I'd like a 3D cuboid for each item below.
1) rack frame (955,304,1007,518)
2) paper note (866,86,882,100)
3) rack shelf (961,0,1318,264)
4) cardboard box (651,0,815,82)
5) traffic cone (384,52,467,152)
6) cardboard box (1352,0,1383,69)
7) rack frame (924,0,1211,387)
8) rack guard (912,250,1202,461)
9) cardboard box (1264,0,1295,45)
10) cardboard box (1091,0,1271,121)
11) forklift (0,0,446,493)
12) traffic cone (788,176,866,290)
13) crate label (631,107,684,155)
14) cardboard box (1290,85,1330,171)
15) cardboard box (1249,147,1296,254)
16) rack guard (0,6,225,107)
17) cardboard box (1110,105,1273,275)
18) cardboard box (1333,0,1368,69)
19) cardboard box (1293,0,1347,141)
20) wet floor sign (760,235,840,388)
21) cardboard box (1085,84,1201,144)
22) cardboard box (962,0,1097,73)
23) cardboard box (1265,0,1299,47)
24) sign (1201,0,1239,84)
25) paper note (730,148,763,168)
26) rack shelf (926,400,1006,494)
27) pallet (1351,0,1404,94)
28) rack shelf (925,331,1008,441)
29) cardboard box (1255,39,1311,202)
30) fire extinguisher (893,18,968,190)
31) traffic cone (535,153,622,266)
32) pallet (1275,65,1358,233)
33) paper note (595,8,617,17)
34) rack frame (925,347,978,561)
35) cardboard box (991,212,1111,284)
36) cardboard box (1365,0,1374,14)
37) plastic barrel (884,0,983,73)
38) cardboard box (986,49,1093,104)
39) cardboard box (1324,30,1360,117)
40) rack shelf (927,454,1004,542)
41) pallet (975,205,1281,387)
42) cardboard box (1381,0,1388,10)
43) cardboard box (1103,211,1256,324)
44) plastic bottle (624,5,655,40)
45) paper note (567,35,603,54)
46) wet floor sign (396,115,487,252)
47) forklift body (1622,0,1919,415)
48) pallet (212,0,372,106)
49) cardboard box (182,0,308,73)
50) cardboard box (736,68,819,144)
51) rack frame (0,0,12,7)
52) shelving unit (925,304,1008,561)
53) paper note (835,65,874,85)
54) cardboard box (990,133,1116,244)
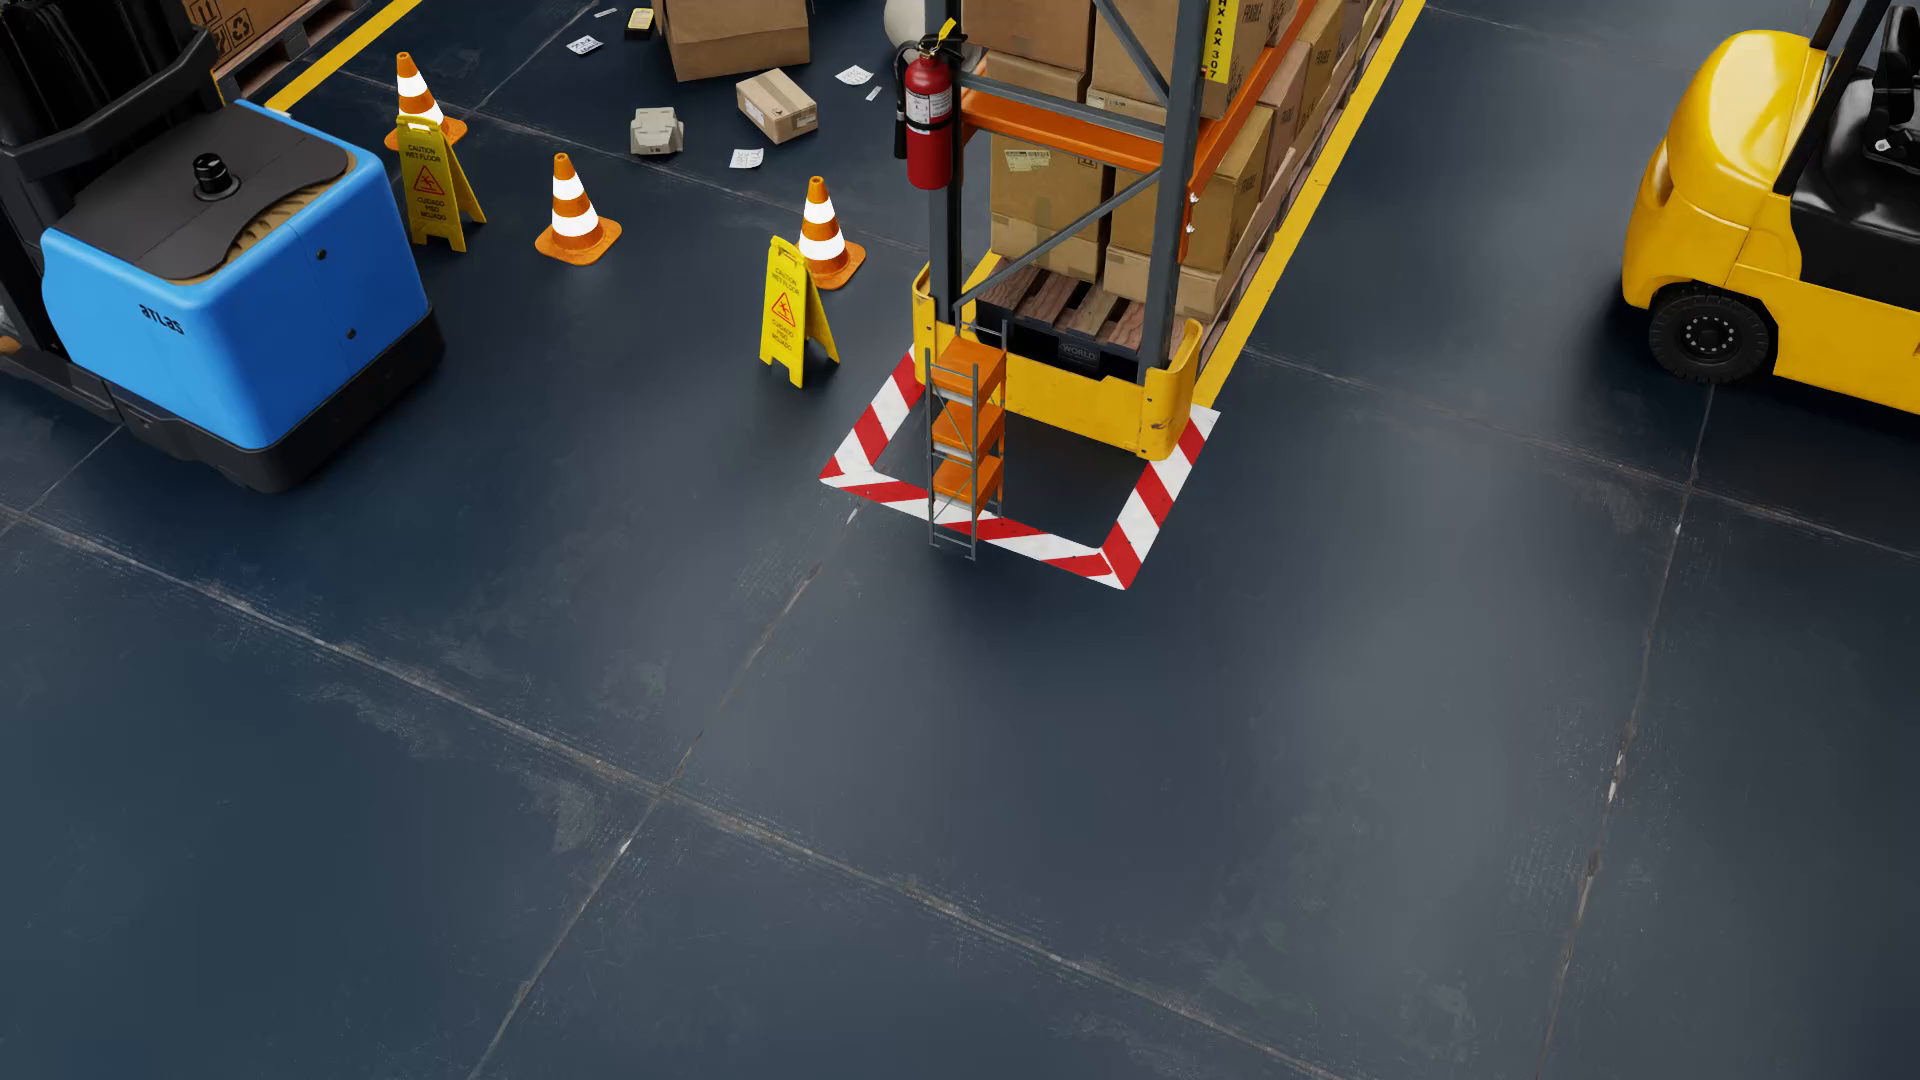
[{"bbox_3d":[0.075,-0.461,6.268,0.200,1.050,0.008,20,52,16],"label":"rack frame"},{"bbox_3d":[-0.439,-2.284,8.502,0.032,0.001,0.123,20,52,16],"label":"paper note"},{"bbox_3d":[1.208,-2.680,7.348,1.077,0.370,4.000,20,52,16],"label":"rack shelf"},{"bbox_3d":[-1.185,-2.760,8.583,0.797,0.503,0.637,-11,51,-9],"label":"cardboard box"},{"bbox_3d":[-2.655,-2.158,8.098,0.336,0.463,0.334,20,52,16],"label":"traffic cone"},{"bbox_3d":[1.834,-2.671,8.398,0.500,0.250,0.500,19,52,15],"label":"cardboard box"},{"bbox_3d":[0.353,-1.536,5.902,1.000,3.000,0.127,20,52,16],"label":"rack frame"},{"bbox_3d":[0.386,-0.778,6.899,1.175,0.500,0.348,20,52,16],"label":"rack guard"},{"bbox_3d":[1.025,-2.258,6.256,0.500,0.500,0.500,21,53,17],"label":"cardboard box"},{"bbox_3d":[0.806,-1.900,5.952,0.500,0.500,0.500,19,52,16],"label":"cardboard box"},{"bbox_3d":[-3.749,-1.986,6.330,3.031,2.935,1.130,24,54,19],"label":"forklift"},{"bbox_3d":[-0.629,-1.429,7.478,0.336,0.463,0.334,20,52,16],"label":"traffic cone"},{"bbox_3d":[-1.498,-2.012,8.188,0.250,0.136,0.298,-4,50,-3],"label":"crate label"},{"bbox_3d":[1.394,-1.975,7.806,0.500,0.250,0.500,23,53,18],"label":"cardboard box"},{"bbox_3d":[1.173,-1.595,7.483,0.500,0.250,0.500,22,53,17],"label":"cardboard box"},{"bbox_3d":[-4.176,-2.250,8.151,1.175,0.500,0.348,20,52,16],"label":"rack guard"},{"bbox_3d":[0.957,-1.506,6.914,0.500,0.500,0.500,18,52,15],"label":"cardboard box"},{"bbox_3d":[1.619,-2.581,7.829,0.500,0.500,0.500,22,53,18],"label":"cardboard box"},{"bbox_3d":[1.399,-2.210,7.513,0.500,0.500,0.500,21,53,17],"label":"cardboard box"},{"bbox_3d":[-0.695,-0.990,6.984,0.232,0.644,0.267,-37,59,-27],"label":"wet floor sign"},{"bbox_3d":[0.686,-1.621,6.140,0.380,0.149,0.250,20,52,16],"label":"cardboard box"},{"bbox_3d":[0.336,-2.128,6.145,0.500,0.500,0.500,19,52,15],"label":"cardboard box"},{"bbox_3d":[1.117,-2.115,6.561,0.380,0.149,0.250,21,53,17],"label":"cardboard box"},{"bbox_3d":[0.844,-1.640,5.422,0.100,0.325,0.005,20,52,16],"label":"sign"},{"bbox_3d":[-1.043,-1.872,8.138,0.148,0.019,0.142,4,50,3],"label":"paper note"},{"bbox_3d":[0.023,-0.370,6.205,0.215,0.259,0.240,20,52,16],"label":"rack shelf"},{"bbox_3d":[1.807,-2.912,8.905,1.003,0.211,1.213,20,52,16],"label":"pallet"},{"bbox_3d":[0.023,-0.554,5.988,0.215,0.259,0.240,20,52,16],"label":"rack shelf"},{"bbox_3d":[1.177,-1.867,7.222,0.500,0.500,0.500,18,52,15],"label":"cardboard box"},{"bbox_3d":[-0.112,-1.582,5.992,0.296,0.674,0.183,20,52,16],"label":"fire extinguisher"},{"bbox_3d":[-1.778,-1.556,7.586,0.336,0.463,0.334,20,52,16],"label":"traffic cone"},{"bbox_3d":[1.287,-2.069,8.187,1.003,0.211,1.213,20,52,16],"label":"pallet"},{"bbox_3d":[-1.914,-2.849,8.982,0.123,0.001,0.032,-28,55,-22],"label":"paper note"},{"bbox_3d":[-0.029,-0.293,6.125,0.200,1.050,0.008,20,52,16],"label":"rack frame"},{"bbox_3d":[0.466,-1.441,7.352,0.500,0.250,0.500,20,52,16],"label":"cardboard box"},{"bbox_3d":[1.836,-2.933,8.128,0.500,0.500,0.500,21,53,17],"label":"cardboard box"},{"bbox_3d":[-0.133,-2.616,8.513,0.421,0.421,0.512,-19,52,-16],"label":"plastic barrel"},{"bbox_3d":[0.320,-1.781,6.276,0.380,0.149,0.250,21,53,17],"label":"cardboard box"},{"bbox_3d":[1.613,-2.322,8.101,0.500,0.250,0.500,21,53,17],"label":"cardboard box"},{"bbox_3d":[0.023,-0.190,6.416,0.215,0.259,0.240,20,52,16],"label":"rack shelf"},{"bbox_3d":[0.765,-1.232,7.475,1.003,0.211,1.213,20,52,16],"label":"pallet"},{"bbox_3d":[2.053,-3.041,8.712,0.500,0.250,0.500,22,53,18],"label":"cardboard box"},{"bbox_3d":[0.948,-1.246,7.186,0.500,0.250,0.500,19,52,16],"label":"cardboard box"},{"bbox_3d":[-1.699,-2.782,8.892,0.133,0.061,0.283,4,50,3],"label":"plastic bottle"},{"bbox_3d":[-1.978,-2.613,8.769,0.142,0.017,0.144,-37,59,-27],"label":"paper note"},{"bbox_3d":[-2.388,-1.650,7.545,0.267,0.644,0.232,12,51,10],"label":"wet floor sign"},{"bbox_3d":[4.003,-1.548,6.470,2.313,2.155,1.214,20,52,16],"label":"forklift body"},{"bbox_3d":[-3.895,-2.749,8.766,1.003,0.211,1.213,20,52,16],"label":"pallet"},{"bbox_3d":[-3.936,-3.013,8.278,0.875,0.875,0.875,20,53,16],"label":"cardboard box"},{"bbox_3d":[-0.914,-2.171,8.315,0.250,0.149,0.380,-28,55,-22],"label":"cardboard box"},{"bbox_3d":[-4.165,-3.077,7.214,1.000,3.000,0.127,20,52,16],"label":"rack frame"},{"bbox_3d":[0.023,-0.377,6.196,0.215,1.050,0.252,20,52,16],"label":"shelving unit"},{"bbox_3d":[-0.544,-2.404,8.599,0.142,0.019,0.148,-37,59,-27],"label":"paper note"},{"bbox_3d":[0.460,-1.660,7.046,0.500,0.500,0.500,20,53,16],"label":"cardboard box"}]
